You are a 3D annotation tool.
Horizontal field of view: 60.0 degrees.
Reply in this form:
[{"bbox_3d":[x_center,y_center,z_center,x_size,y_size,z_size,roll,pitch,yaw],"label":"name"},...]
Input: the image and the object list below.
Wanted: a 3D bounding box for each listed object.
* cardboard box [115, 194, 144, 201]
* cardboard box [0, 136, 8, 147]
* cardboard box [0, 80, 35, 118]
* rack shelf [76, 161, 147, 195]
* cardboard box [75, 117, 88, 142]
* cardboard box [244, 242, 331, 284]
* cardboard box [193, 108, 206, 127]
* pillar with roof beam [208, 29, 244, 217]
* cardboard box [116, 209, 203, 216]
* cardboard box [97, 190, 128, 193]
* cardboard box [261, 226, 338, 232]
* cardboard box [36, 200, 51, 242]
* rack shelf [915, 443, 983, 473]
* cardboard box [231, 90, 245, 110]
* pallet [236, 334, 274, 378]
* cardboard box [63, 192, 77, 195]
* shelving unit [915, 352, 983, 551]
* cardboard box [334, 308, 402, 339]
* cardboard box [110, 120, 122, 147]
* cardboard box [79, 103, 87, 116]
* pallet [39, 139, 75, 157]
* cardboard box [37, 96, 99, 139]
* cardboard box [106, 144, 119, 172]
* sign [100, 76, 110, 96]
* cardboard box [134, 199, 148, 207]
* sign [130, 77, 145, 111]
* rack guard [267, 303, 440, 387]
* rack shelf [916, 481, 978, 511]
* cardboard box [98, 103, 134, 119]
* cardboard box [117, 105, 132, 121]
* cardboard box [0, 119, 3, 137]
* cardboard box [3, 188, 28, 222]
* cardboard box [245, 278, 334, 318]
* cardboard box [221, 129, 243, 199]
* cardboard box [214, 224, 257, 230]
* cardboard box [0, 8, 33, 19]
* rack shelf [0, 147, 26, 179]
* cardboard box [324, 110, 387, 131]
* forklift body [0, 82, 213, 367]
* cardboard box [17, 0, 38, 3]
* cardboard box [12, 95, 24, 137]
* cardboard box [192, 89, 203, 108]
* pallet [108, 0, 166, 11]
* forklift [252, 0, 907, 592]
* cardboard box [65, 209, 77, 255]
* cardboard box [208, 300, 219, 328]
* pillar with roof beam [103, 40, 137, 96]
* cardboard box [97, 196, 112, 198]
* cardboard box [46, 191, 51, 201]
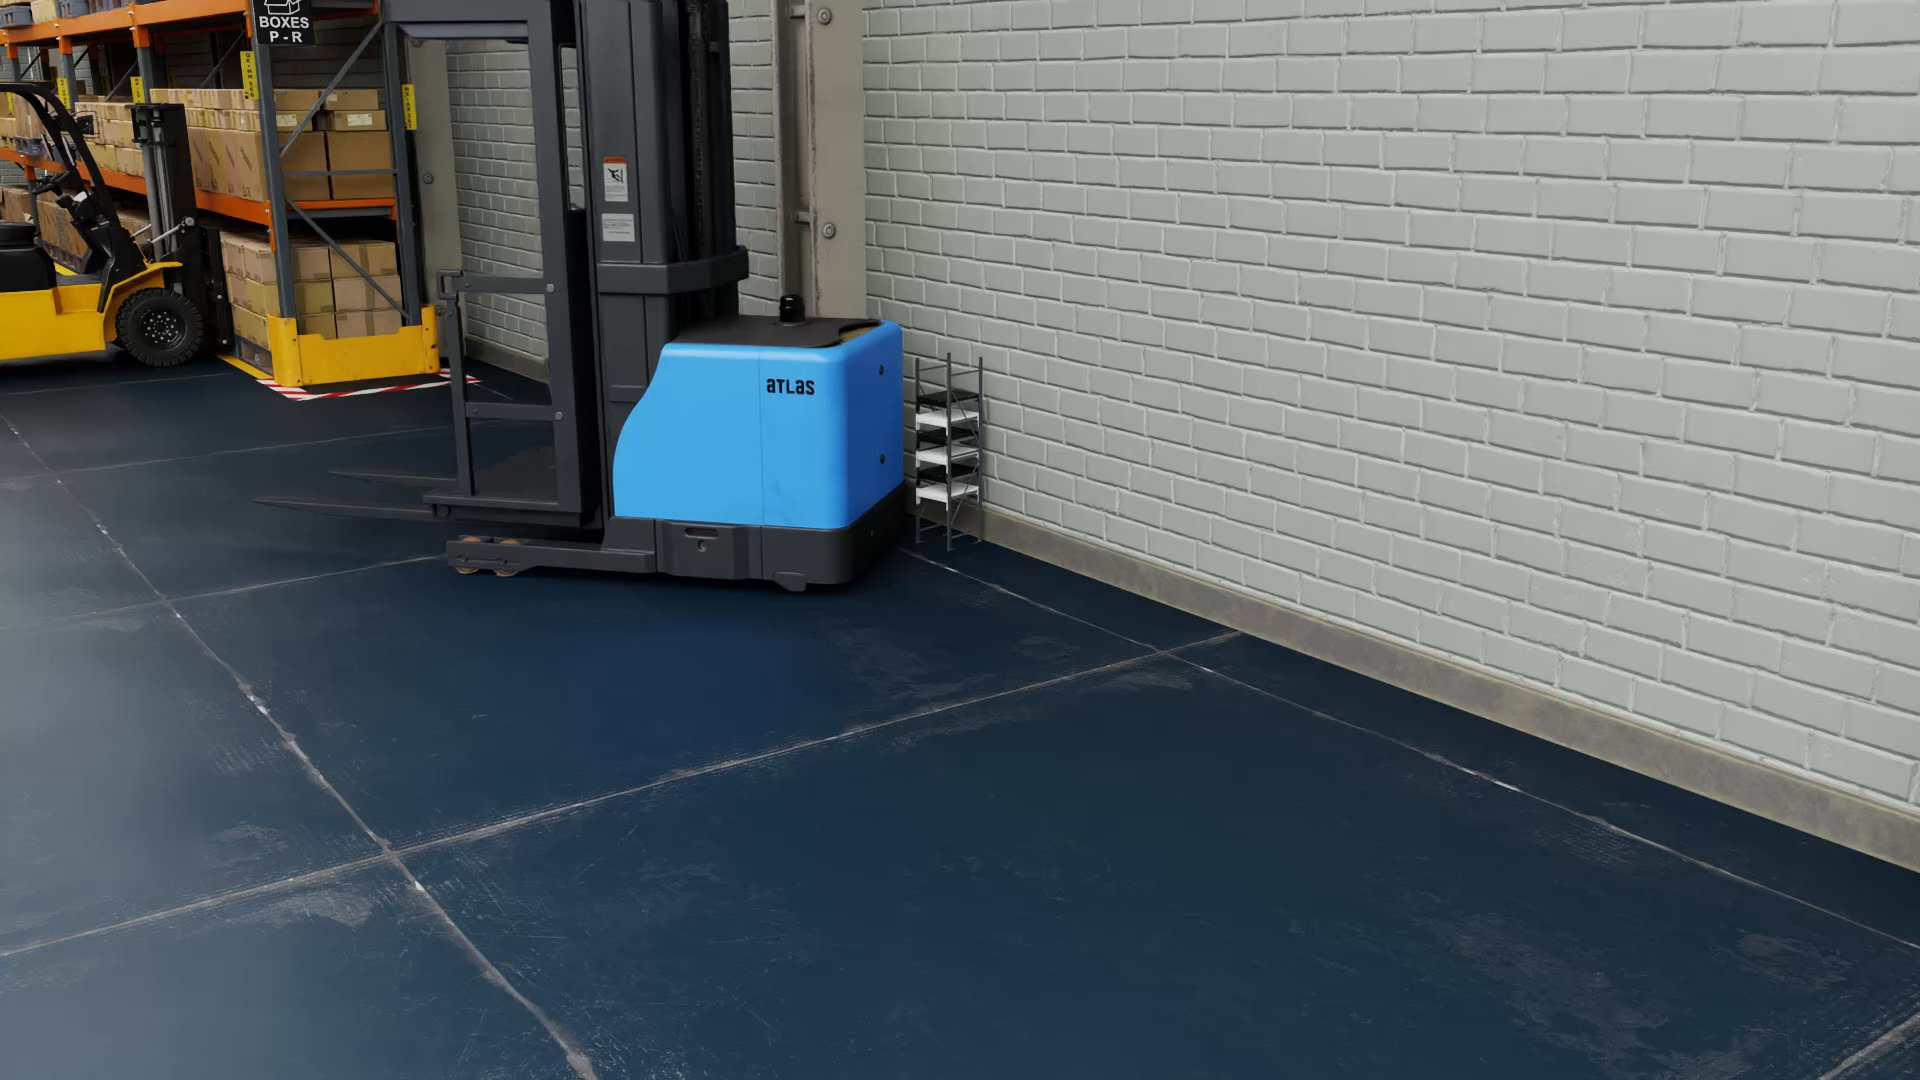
[{"bbox_3d":[-9.951,-4.092,20.057,0.380,0.149,0.250,-11,19,-36],"label":"cardboard box"},{"bbox_3d":[-13.118,-5.539,23.108,0.380,0.149,0.250,-10,18,-33],"label":"cardboard box"},{"bbox_3d":[-13.047,-6.083,22.919,0.500,0.500,0.500,-10,18,-33],"label":"cardboard box"},{"bbox_3d":[-8.098,-3.627,17.007,1.077,0.370,4.000,-11,19,-35],"label":"rack shelf"},{"bbox_3d":[-9.231,-4.433,17.928,0.500,0.250,0.500,-11,19,-35],"label":"cardboard box"},{"bbox_3d":[-5.093,-2.101,12.589,0.500,0.250,0.500,-10,18,-33],"label":"cardboard box"},{"bbox_3d":[-6.054,-3.465,13.638,0.380,0.149,0.250,-11,19,-36],"label":"cardboard box"},{"bbox_3d":[-11.260,-6.488,14.733,9.100,9.000,0.400,-11,19,-35],"label":"pillar with roof beam"},{"bbox_3d":[-8.528,-3.184,17.731,0.875,0.625,0.625,-10,18,-33],"label":"cardboard box"},{"bbox_3d":[-10.577,-4.307,20.842,0.380,0.149,0.250,-10,18,-33],"label":"cardboard box"},{"bbox_3d":[-5.577,-2.508,14.077,0.500,0.250,0.500,-11,19,-36],"label":"cardboard box"},{"bbox_3d":[-11.523,-4.113,21.363,0.500,0.500,0.500,-10,18,-32],"label":"cardboard box"},{"bbox_3d":[-0.052,-0.390,7.922,0.200,0.077,0.258,14,20,40],"label":"rack shelf"},{"bbox_3d":[-5.297,-3.340,12.617,0.380,0.149,0.250,-10,18,-33],"label":"cardboard box"},{"bbox_3d":[-5.054,-1.504,13.172,1.003,0.211,1.213,-11,19,-35],"label":"pallet"},{"bbox_3d":[-10.812,-4.178,20.368,0.380,0.149,0.250,-10,18,-33],"label":"cardboard box"},{"bbox_3d":[-0.052,-0.422,7.914,0.210,0.900,0.258,14,20,40],"label":"shelving unit"},{"bbox_3d":[-4.701,-1.704,13.033,0.500,0.250,0.500,-11,19,-34],"label":"cardboard box"},{"bbox_3d":[-8.022,-3.999,16.343,0.500,0.250,0.500,-10,18,-33],"label":"cardboard box"},{"bbox_3d":[-9.167,-4.591,17.751,0.380,0.149,0.250,-10,18,-33],"label":"cardboard box"},{"bbox_3d":[-10.421,-4.723,20.013,1.003,0.211,1.213,-11,19,-35],"label":"pallet"},{"bbox_3d":[-10.383,-4.973,19.572,0.797,0.503,0.637,-11,19,-36],"label":"cardboard box"},{"bbox_3d":[-8.307,-3.868,16.809,0.500,0.250,0.500,-10,18,-33],"label":"cardboard box"},{"bbox_3d":[-11.179,-5.900,21.758,0.100,0.325,0.005,-11,19,-35],"label":"sign"},{"bbox_3d":[-9.328,-3.870,19.245,0.380,0.149,0.250,-10,18,-32],"label":"cardboard box"},{"bbox_3d":[-7.355,-3.981,14.894,0.100,0.325,0.005,-11,19,-35],"label":"sign"},{"bbox_3d":[-4.556,-1.482,12.542,1.175,0.500,0.348,-11,19,-35],"label":"rack guard"},{"bbox_3d":[-0.052,-0.216,7.970,0.200,0.077,0.258,14,20,40],"label":"rack shelf"},{"bbox_3d":[-8.557,-4.374,16.957,0.380,0.149,0.250,-10,18,-33],"label":"cardboard box"},{"bbox_3d":[-7.832,-4.094,15.936,0.380,0.149,0.250,-12,19,-36],"label":"cardboard box"},{"bbox_3d":[-13.014,-5.720,23.014,0.500,0.250,0.500,-11,19,-36],"label":"cardboard box"},{"bbox_3d":[-13.224,-4.772,23.769,0.700,0.500,0.500,-10,18,-32],"label":"cardboard box"},{"bbox_3d":[-5.109,-1.865,12.675,0.500,0.250,0.500,-11,19,-35],"label":"cardboard box"},{"bbox_3d":[-5.369,-2.917,12.863,0.500,0.500,0.500,-10,18,-33],"label":"cardboard box"},{"bbox_3d":[-6.297,-2.538,14.186,0.500,0.250,0.500,-10,18,-33],"label":"cardboard box"},{"bbox_3d":[-12.112,-6.837,21.412,0.500,0.250,0.500,-11,19,-34],"label":"cardboard box"},{"bbox_3d":[-12.802,-5.335,23.249,1.077,0.370,4.000,-11,19,-35],"label":"rack shelf"},{"bbox_3d":[-4.560,-3.166,12.544,0.380,0.149,0.250,-11,19,-36],"label":"cardboard box"},{"bbox_3d":[-7.161,-2.405,12.788,2.313,2.155,1.214,-11,19,-35],"label":"forklift body"},{"bbox_3d":[-10.847,-6.381,19.519,0.380,0.149,0.250,-10,18,-33],"label":"cardboard box"},{"bbox_3d":[-11.522,-5.368,21.021,0.700,0.500,0.500,-10,18,-33],"label":"cardboard box"},{"bbox_3d":[-6.153,-3.674,13.837,0.380,0.149,0.250,-11,19,-35],"label":"cardboard box"},{"bbox_3d":[-7.451,-5.087,15.662,0.805,0.209,1.217,-12,19,-37],"label":"pallet"},{"bbox_3d":[-1.829,-1.378,7.558,3.031,2.935,1.130,4,16,13],"label":"forklift"},{"bbox_3d":[-10.292,-3.674,19.758,0.500,0.500,0.500,-10,18,-32],"label":"cardboard box"},{"bbox_3d":[-5.997,-1.943,13.907,0.500,0.250,0.500,-10,18,-33],"label":"cardboard box"},{"bbox_3d":[-14.788,-7.769,19.414,9.100,9.000,0.400,-11,19,-35],"label":"pillar with roof beam"},{"bbox_3d":[-10.192,-3.957,19.561,0.380,0.149,0.250,-10,18,-33],"label":"cardboard box"},{"bbox_3d":[-11.405,-4.400,21.179,0.380,0.149,0.250,-11,19,-36],"label":"cardboard box"}]
